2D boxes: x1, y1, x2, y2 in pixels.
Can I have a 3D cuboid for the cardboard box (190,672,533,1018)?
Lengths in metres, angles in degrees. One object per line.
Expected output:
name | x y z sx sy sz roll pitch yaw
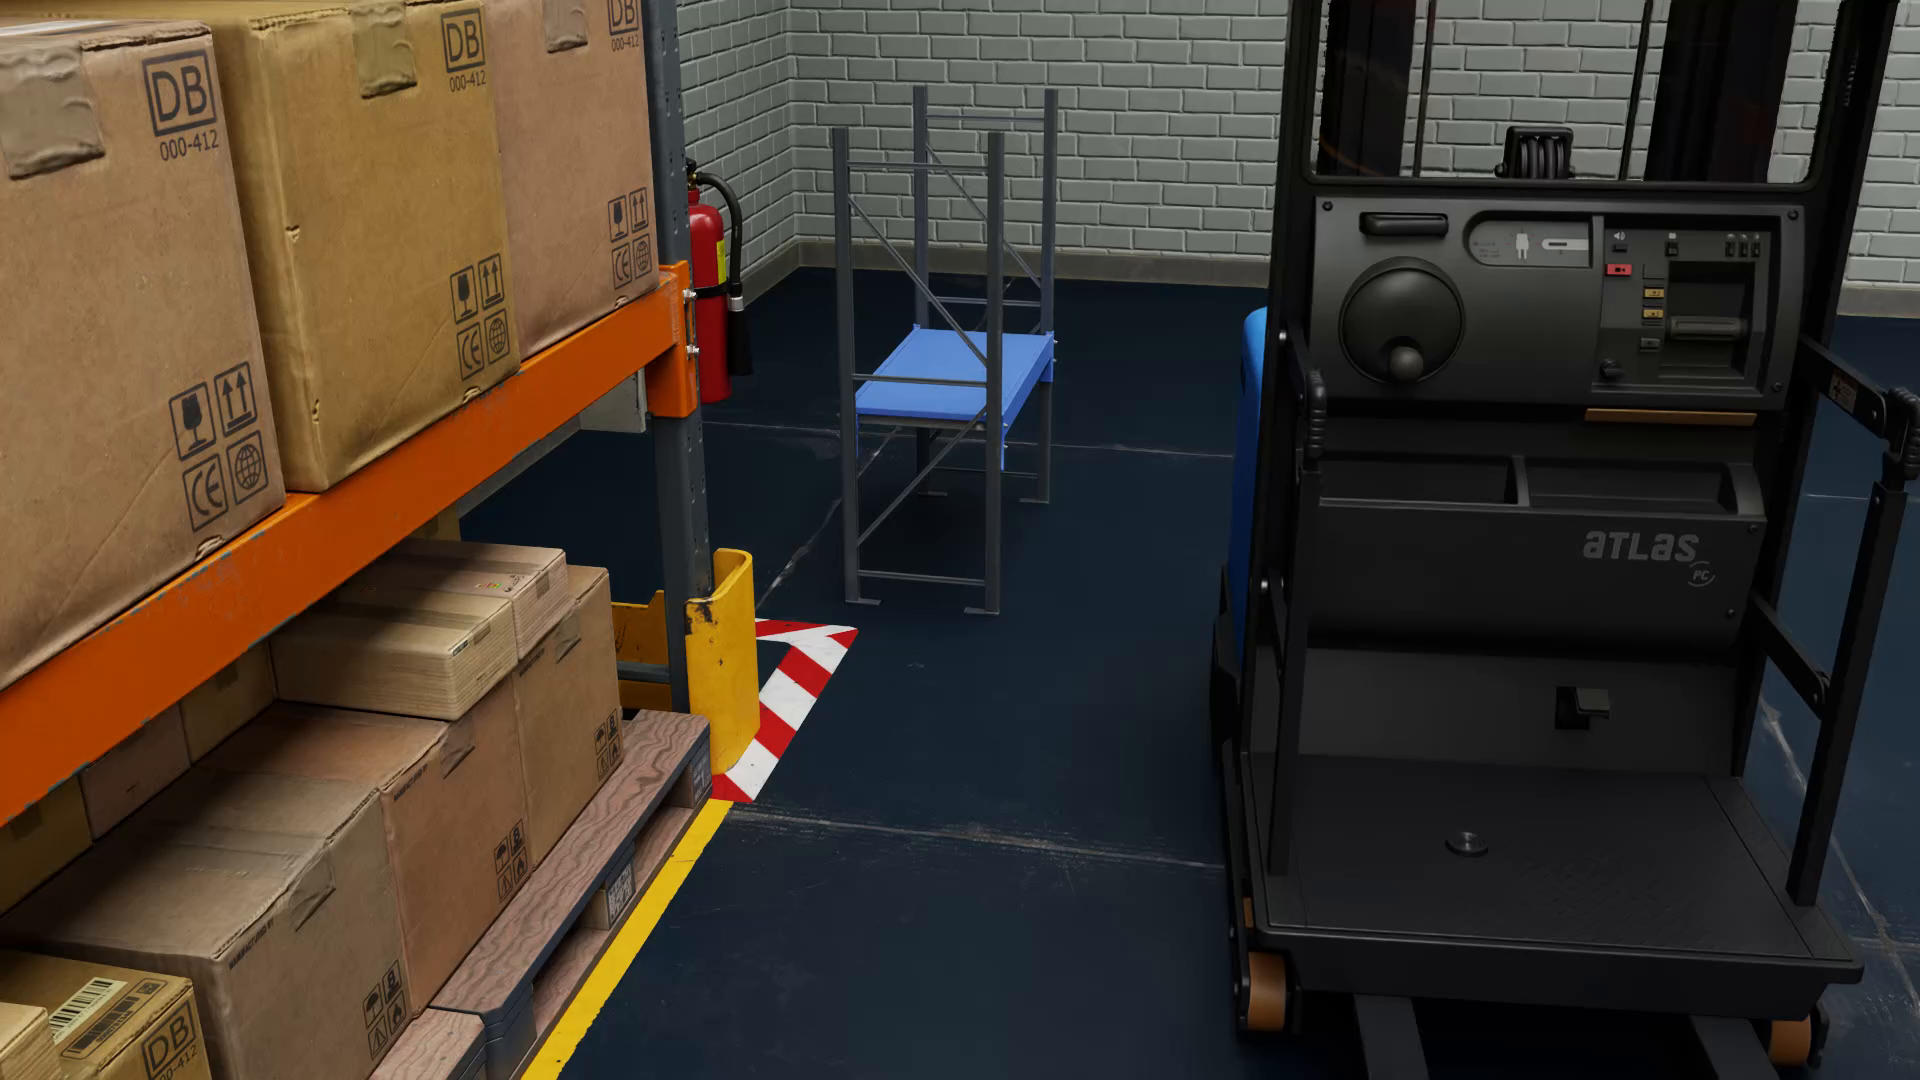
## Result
cardboard box | -1.297 0.541 3.279 0.700 0.500 0.500 4 22 11

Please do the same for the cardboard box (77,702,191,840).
cardboard box | -1.570 0.366 2.845 0.380 0.149 0.250 5 22 12

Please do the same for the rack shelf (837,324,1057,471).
rack shelf | -0.017 -0.498 5.563 0.538 0.185 1.000 4 22 11

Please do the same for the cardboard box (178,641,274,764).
cardboard box | -1.519 0.273 3.076 0.380 0.149 0.250 5 22 11

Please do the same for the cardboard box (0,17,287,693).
cardboard box | -1.546 -0.277 2.125 0.980 0.700 0.700 3 22 8

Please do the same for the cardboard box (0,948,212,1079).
cardboard box | -1.500 0.921 2.336 0.700 0.500 0.500 5 22 12

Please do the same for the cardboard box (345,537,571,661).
cardboard box | -1.043 0.118 3.461 0.380 0.149 0.250 4 22 10

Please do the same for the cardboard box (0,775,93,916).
cardboard box | -1.622 0.460 2.611 0.380 0.149 0.250 5 22 11

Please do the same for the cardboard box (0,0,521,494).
cardboard box | -1.382 -0.555 2.815 0.980 0.700 0.700 4 22 10

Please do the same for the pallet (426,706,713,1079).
pallet | -1.236 0.722 3.779 1.003 0.211 1.213 4 22 11

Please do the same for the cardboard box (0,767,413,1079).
cardboard box | -1.399 0.725 2.822 0.700 0.500 0.500 4 22 9

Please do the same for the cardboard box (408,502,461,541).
cardboard box | -1.365 -0.004 3.763 0.380 0.149 0.250 5 22 11

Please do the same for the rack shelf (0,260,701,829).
rack shelf | -1.558 0.195 2.317 1.077 0.370 4.000 4 22 11

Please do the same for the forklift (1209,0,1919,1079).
forklift | 1.142 -0.456 3.062 1.130 2.935 3.031 2 22 5

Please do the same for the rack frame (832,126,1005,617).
rack frame | -0.121 -0.479 5.034 0.500 1.500 0.032 4 22 11

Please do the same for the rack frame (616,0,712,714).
rack frame | -1.150 -0.870 3.999 1.000 3.000 0.127 4 22 11

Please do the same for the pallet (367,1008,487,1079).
pallet | -1.488 1.167 2.675 1.003 0.211 1.213 4 22 11

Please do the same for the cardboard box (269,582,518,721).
cardboard box | -1.094 0.212 3.228 0.380 0.149 0.250 5 22 12

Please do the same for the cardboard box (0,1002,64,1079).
cardboard box | -1.358 0.689 2.044 0.380 0.149 0.250 4 22 9

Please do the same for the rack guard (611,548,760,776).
rack guard | -1.145 0.281 4.488 1.175 0.500 0.348 4 22 11

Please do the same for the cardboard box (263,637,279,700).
cardboard box | -1.468 0.182 3.303 0.380 0.149 0.250 5 22 11

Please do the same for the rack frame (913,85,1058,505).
rack frame | 0.086 -0.850 5.958 0.500 1.500 0.032 4 22 11

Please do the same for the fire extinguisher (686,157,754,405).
fire extinguisher | -0.667 -0.681 4.133 0.296 0.674 0.183 4 22 11

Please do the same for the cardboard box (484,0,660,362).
cardboard box | -1.244 -0.822 3.478 0.980 0.700 0.700 5 23 13

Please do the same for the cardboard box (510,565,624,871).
cardboard box | -1.195 0.358 3.733 0.700 0.500 0.500 4 22 11

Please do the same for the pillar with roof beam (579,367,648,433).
pillar with roof beam | 2.769 -4.378 4.679 9.100 9.000 0.400 4 22 11

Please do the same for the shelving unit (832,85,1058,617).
shelving unit | -0.017 -0.665 5.496 0.538 1.500 1.048 4 22 11
